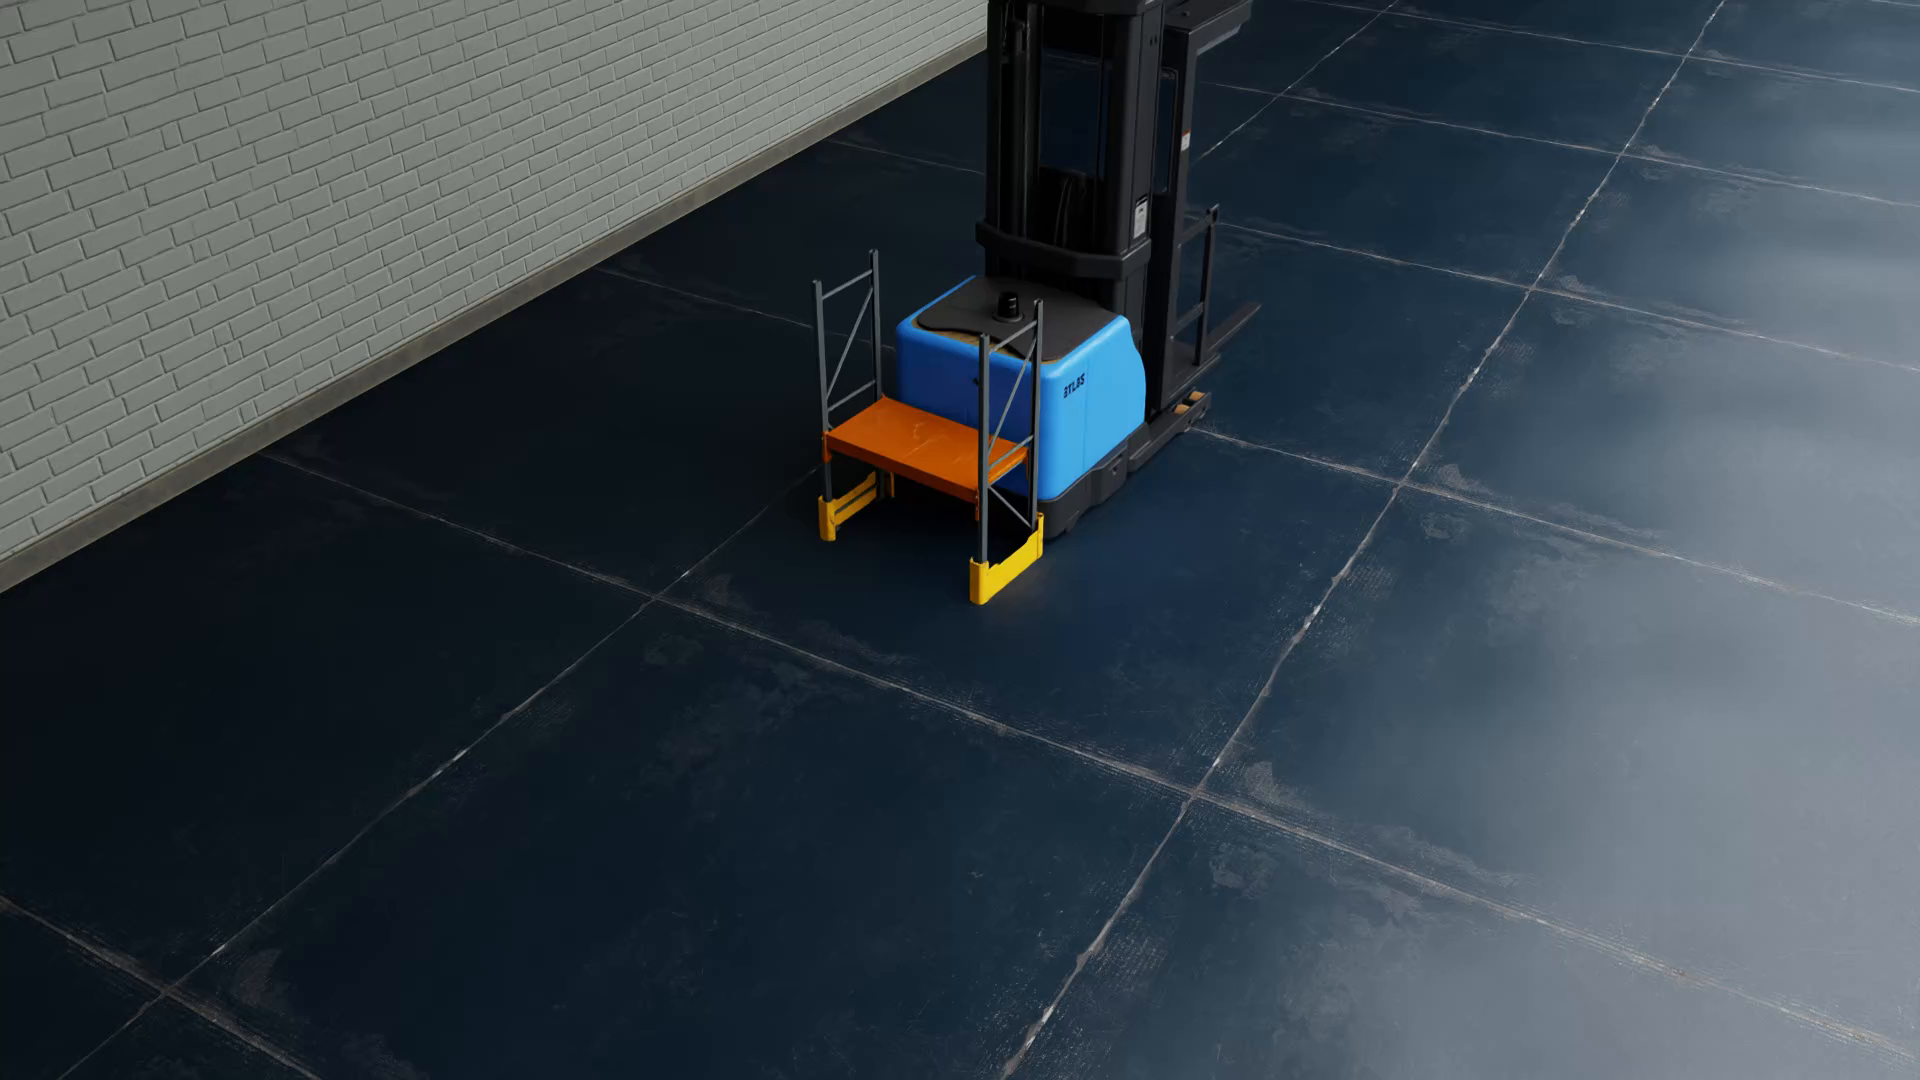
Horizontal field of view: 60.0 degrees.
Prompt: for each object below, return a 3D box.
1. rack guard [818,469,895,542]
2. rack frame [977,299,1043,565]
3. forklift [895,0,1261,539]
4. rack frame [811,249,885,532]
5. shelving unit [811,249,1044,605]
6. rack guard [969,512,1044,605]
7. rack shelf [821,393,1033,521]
[{"bbox_3d":[-0.564,-0.233,9.145,0.087,0.250,0.587,22,39,29],"label":"rack guard"},{"bbox_3d":[0.246,-0.431,8.315,0.032,1.500,0.500,22,39,29],"label":"rack frame"},{"bbox_3d":[0.872,-2.000,9.380,1.130,2.935,3.031,20,39,27],"label":"forklift"},{"bbox_3d":[-0.580,-0.760,8.808,0.032,1.500,0.500,22,39,29],"label":"rack frame"},{"bbox_3d":[-0.160,-0.592,8.557,1.083,1.500,0.587,22,39,29],"label":"shelving unit"},{"bbox_3d":[0.245,0.089,8.662,0.087,0.250,0.587,22,39,29],"label":"rack guard"},{"bbox_3d":[-0.167,-0.445,8.661,1.000,0.185,0.538,22,39,29],"label":"rack shelf"}]
